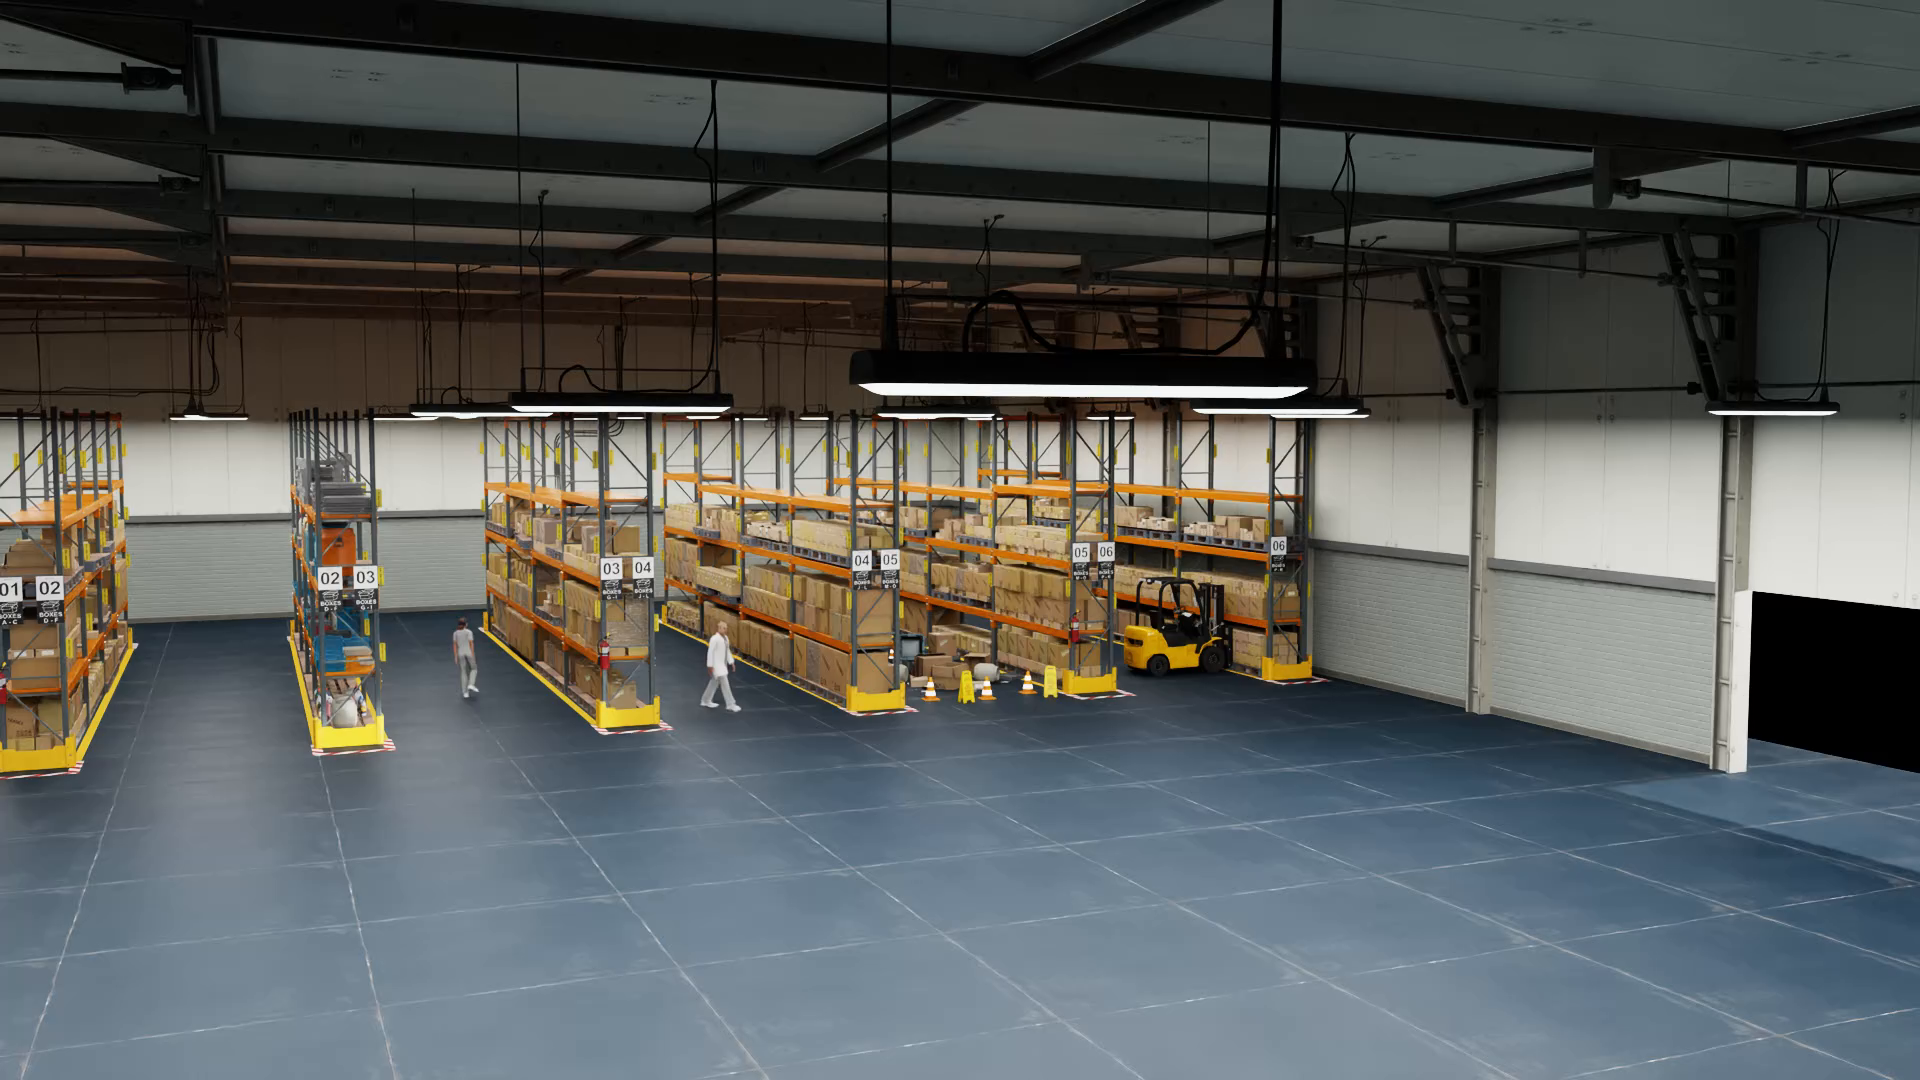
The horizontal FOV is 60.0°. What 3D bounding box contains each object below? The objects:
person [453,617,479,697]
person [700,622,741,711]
[{"bbox_3d":[-10.358,2.455,34.840,0.505,1.641,0.474,-1,4,-12],"label":"person"},{"bbox_3d":[-4.757,2.502,33.221,1.003,1.737,0.601,1,4,14],"label":"person"}]
